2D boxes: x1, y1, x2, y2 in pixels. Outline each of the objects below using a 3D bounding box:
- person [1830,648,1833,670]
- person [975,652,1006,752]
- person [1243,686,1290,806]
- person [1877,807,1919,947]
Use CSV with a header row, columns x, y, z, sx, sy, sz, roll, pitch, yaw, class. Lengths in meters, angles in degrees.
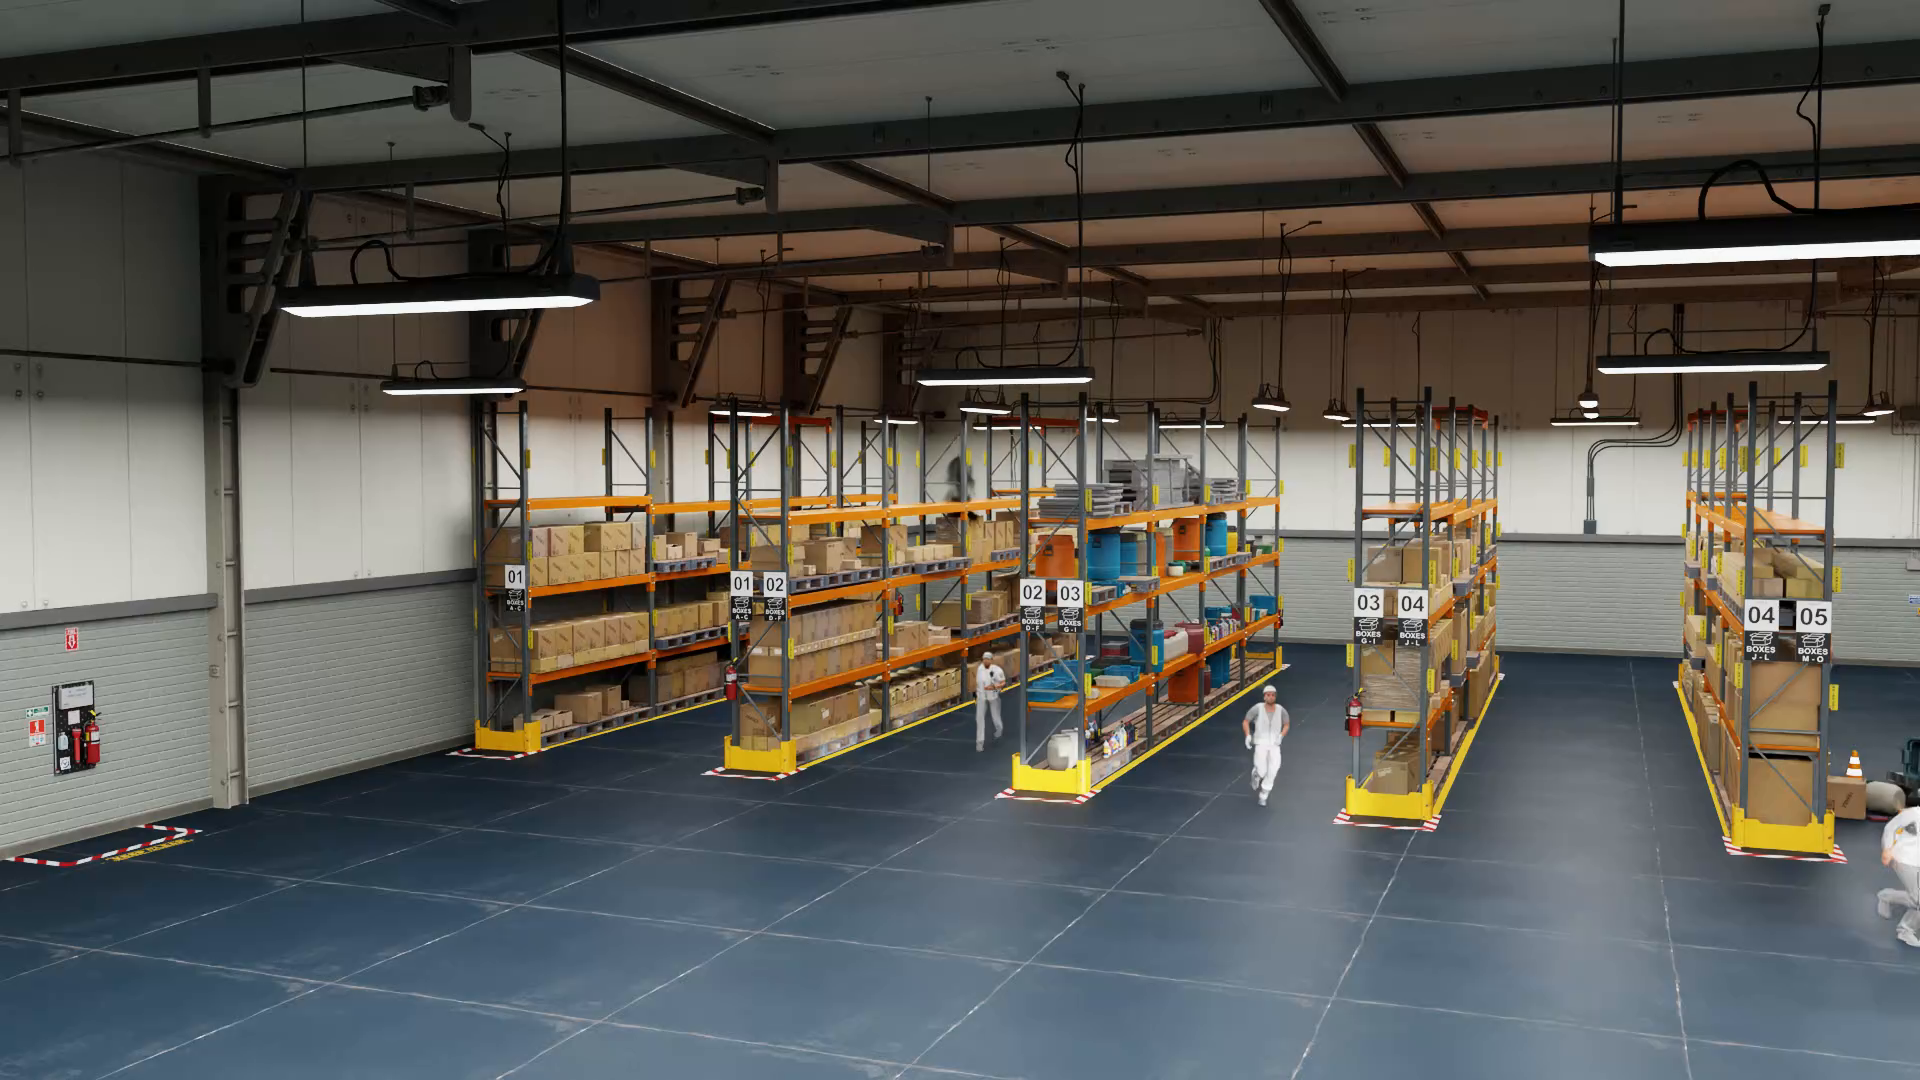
x,y,z,sx,sy,sz,roll,pitch,yaw,class
16.557,2.521,32.304,0.650,1.835,0.893,1,3,16,person
0.541,2.789,28.907,0.562,1.711,1.049,1,3,14,person
4.469,2.971,24.195,0.669,1.726,0.603,0,3,-5,person
9.873,3.332,17.191,0.650,1.706,0.752,-1,3,-23,person
